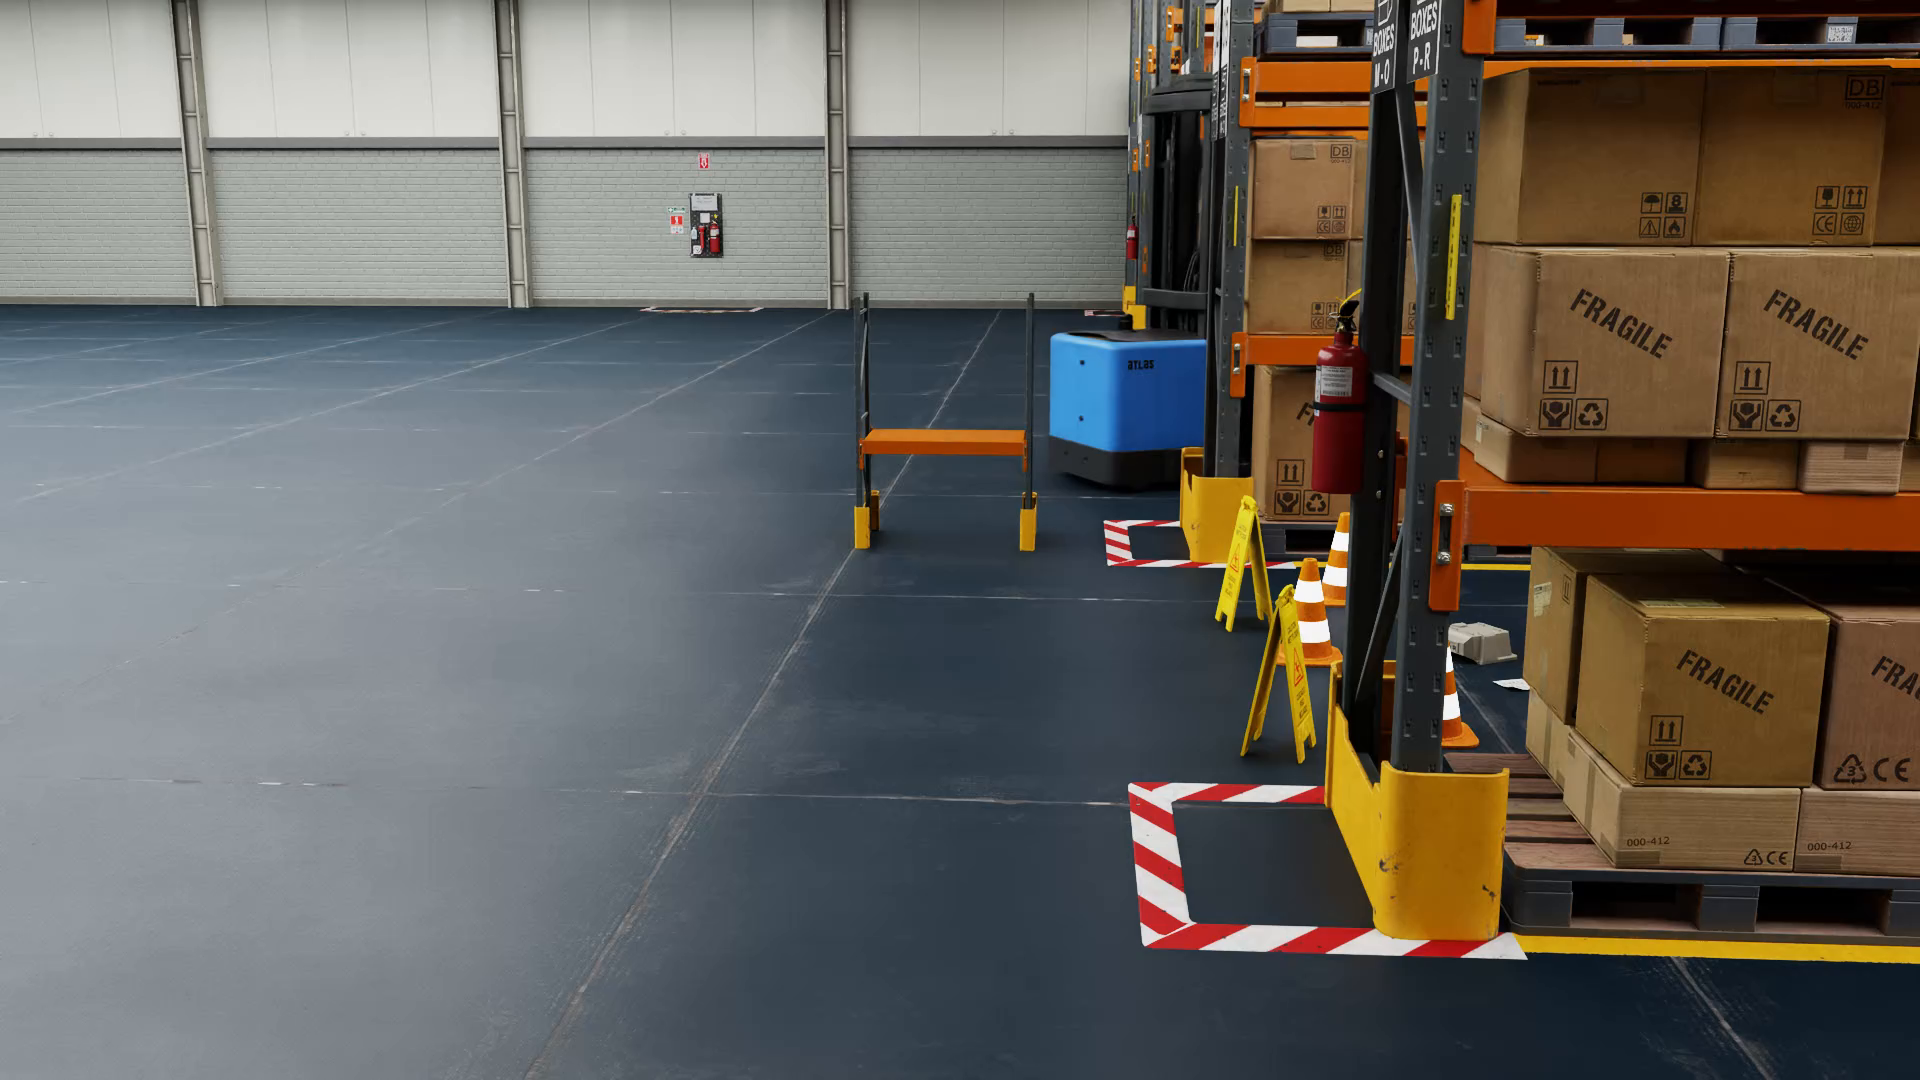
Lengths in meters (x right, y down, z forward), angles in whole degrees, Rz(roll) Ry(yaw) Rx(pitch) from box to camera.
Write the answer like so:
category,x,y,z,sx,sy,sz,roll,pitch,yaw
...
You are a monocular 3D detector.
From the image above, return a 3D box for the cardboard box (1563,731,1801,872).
category,x,y,z,sx,sy,sz,roll,pitch,yaw
cardboard box,2.133,0.769,4.956,0.500,0.250,0.500,1,12,3

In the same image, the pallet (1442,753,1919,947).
category,x,y,z,sx,sy,sz,roll,pitch,yaw
pallet,2.230,0.945,5.234,1.213,0.211,1.003,1,12,4

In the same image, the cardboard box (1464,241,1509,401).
category,x,y,z,sx,sy,sz,roll,pitch,yaw
cardboard box,1.906,-0.682,5.234,0.500,0.500,0.500,1,12,3

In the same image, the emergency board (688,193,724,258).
category,x,y,z,sx,sy,sz,roll,pitch,yaw
emergency board,-4.692,-5.790,30.622,0.643,1.169,0.194,1,12,4

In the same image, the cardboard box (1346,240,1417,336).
category,x,y,z,sx,sy,sz,roll,pitch,yaw
cardboard box,2.500,-1.526,9.872,0.550,0.550,0.875,1,12,4

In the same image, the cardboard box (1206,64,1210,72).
category,x,y,z,sx,sy,sz,roll,pitch,yaw
cardboard box,2.306,-4.113,14.673,0.250,0.149,0.380,1,12,4

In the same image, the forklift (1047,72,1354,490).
category,x,y,z,sx,sy,sz,roll,pitch,yaw
forklift,2.220,-1.967,12.514,3.031,2.935,1.130,-5,13,-24

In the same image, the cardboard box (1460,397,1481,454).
category,x,y,z,sx,sy,sz,roll,pitch,yaw
cardboard box,1.734,-0.355,5.251,0.250,0.149,0.380,1,12,6

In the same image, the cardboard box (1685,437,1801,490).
category,x,y,z,sx,sy,sz,roll,pitch,yaw
cardboard box,2.183,-0.248,4.743,0.250,0.149,0.380,0,12,2

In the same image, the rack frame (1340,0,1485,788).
category,x,y,z,sx,sy,sz,roll,pitch,yaw
rack frame,1.346,-0.439,5.041,0.127,3.000,1.000,1,12,4

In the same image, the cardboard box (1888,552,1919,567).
category,x,y,z,sx,sy,sz,roll,pitch,yaw
cardboard box,3.047,-0.026,5.341,0.250,0.149,0.380,1,12,6

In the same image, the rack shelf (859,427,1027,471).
category,x,y,z,sx,sy,sz,roll,pitch,yaw
rack shelf,-0.085,-0.559,10.157,1.000,0.185,0.538,1,12,4

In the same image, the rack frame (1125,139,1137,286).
category,x,y,z,sx,sy,sz,roll,pitch,yaw
rack frame,3.001,-5.499,29.232,0.127,3.000,1.000,1,12,4

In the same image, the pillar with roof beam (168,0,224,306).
category,x,y,z,sx,sy,sz,roll,pitch,yaw
pillar with roof beam,-14.490,-7.970,26.389,0.400,9.000,9.100,1,12,4

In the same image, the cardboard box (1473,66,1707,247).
category,x,y,z,sx,sy,sz,roll,pitch,yaw
cardboard box,1.871,-1.161,5.077,0.500,0.500,0.700,0,12,2

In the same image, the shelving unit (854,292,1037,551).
category,x,y,z,sx,sy,sz,roll,pitch,yaw
shelving unit,-0.076,-0.735,10.119,1.083,1.500,0.587,1,12,4

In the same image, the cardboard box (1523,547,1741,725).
category,x,y,z,sx,sy,sz,roll,pitch,yaw
cardboard box,2.163,0.292,5.405,0.500,0.500,0.500,1,12,4

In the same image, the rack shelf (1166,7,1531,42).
category,x,y,z,sx,sy,sz,roll,pitch,yaw
rack shelf,4.335,-5.837,18.926,4.000,0.370,1.077,1,12,4

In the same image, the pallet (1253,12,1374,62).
category,x,y,z,sx,sy,sz,roll,pitch,yaw
pallet,2.317,-2.868,9.545,1.213,0.211,1.003,1,12,4

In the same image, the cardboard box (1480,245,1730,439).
category,x,y,z,sx,sy,sz,roll,pitch,yaw
cardboard box,1.800,-0.570,4.698,0.500,0.500,0.500,1,12,3

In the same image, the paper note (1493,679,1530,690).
category,x,y,z,sx,sy,sz,roll,pitch,yaw
paper note,2.422,0.621,7.227,0.142,0.019,0.148,-3,12,-16

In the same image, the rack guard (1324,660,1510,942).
category,x,y,z,sx,sy,sz,roll,pitch,yaw
rack guard,1.422,0.786,5.292,0.348,0.500,1.175,1,12,4

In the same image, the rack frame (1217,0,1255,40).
category,x,y,z,sx,sy,sz,roll,pitch,yaw
rack frame,1.576,-4.388,9.267,0.127,3.000,1.000,1,12,4

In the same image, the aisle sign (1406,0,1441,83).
category,x,y,z,sx,sy,sz,roll,pitch,yaw
aisle sign,1.264,-1.649,4.476,0.004,0.787,0.394,1,12,4

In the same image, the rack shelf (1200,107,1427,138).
category,x,y,z,sx,sy,sz,roll,pitch,yaw
rack shelf,4.004,-3.552,14.355,4.000,0.370,1.077,1,12,4

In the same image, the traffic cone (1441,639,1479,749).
category,x,y,z,sx,sy,sz,roll,pitch,yaw
traffic cone,1.861,0.545,6.532,0.334,0.463,0.336,1,12,4

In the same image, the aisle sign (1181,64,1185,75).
category,x,y,z,sx,sy,sz,roll,pitch,yaw
aisle sign,1.967,-3.798,14.750,0.004,0.787,0.394,1,12,4

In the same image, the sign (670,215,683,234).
category,x,y,z,sx,sy,sz,roll,pitch,yaw
sign,-5.237,-5.836,30.755,0.234,0.329,0.001,1,12,4

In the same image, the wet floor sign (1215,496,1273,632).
category,x,y,z,sx,sy,sz,roll,pitch,yaw
wet floor sign,1.415,0.105,8.191,0.232,0.644,0.267,-1,12,-6

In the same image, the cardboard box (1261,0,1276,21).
category,x,y,z,sx,sy,sz,roll,pitch,yaw
cardboard box,1.931,-3.116,9.856,0.250,0.149,0.380,1,12,4

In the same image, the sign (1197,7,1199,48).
category,x,y,z,sx,sy,sz,roll,pitch,yaw
sign,1.972,-4.249,13.793,0.005,0.325,0.100,1,12,4

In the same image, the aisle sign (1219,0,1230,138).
category,x,y,z,sx,sy,sz,roll,pitch,yaw
aisle sign,1.485,-2.664,9.327,0.004,0.787,0.394,1,12,4

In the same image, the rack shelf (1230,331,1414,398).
category,x,y,z,sx,sy,sz,roll,pitch,yaw
rack shelf,3.572,-1.072,9.824,4.000,0.370,1.077,1,12,4

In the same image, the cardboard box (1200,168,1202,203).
category,x,y,z,sx,sy,sz,roll,pitch,yaw
cardboard box,3.717,-5.155,24.175,0.500,0.500,0.700,0,12,2

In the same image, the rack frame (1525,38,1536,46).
category,x,y,z,sx,sy,sz,roll,pitch,yaw
rack frame,6.330,-6.357,18.680,0.127,3.000,1.000,1,12,4

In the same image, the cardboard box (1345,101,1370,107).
category,x,y,z,sx,sy,sz,roll,pitch,yaw
cardboard box,3.481,-3.786,14.079,0.500,0.250,0.500,1,12,4

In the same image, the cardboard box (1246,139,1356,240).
category,x,y,z,sx,sy,sz,roll,pitch,yaw
cardboard box,1.944,-2.041,9.694,0.550,0.550,0.875,1,12,4

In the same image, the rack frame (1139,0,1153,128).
category,x,y,z,sx,sy,sz,roll,pitch,yaw
rack frame,2.674,-7.424,23.779,0.127,3.000,1.000,1,12,4

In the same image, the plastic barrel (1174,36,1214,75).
category,x,y,z,sx,sy,sz,roll,pitch,yaw
plastic barrel,2.833,-5.379,19.254,0.708,0.830,0.600,1,12,4

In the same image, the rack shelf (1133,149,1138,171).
category,x,y,z,sx,sy,sz,roll,pitch,yaw
rack shelf,4.997,-6.588,28.867,4.000,0.370,1.077,1,12,4

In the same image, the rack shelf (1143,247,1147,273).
category,x,y,z,sx,sy,sz,roll,pitch,yaw
rack shelf,4.670,-4.108,24.336,4.000,0.370,1.077,1,12,4
